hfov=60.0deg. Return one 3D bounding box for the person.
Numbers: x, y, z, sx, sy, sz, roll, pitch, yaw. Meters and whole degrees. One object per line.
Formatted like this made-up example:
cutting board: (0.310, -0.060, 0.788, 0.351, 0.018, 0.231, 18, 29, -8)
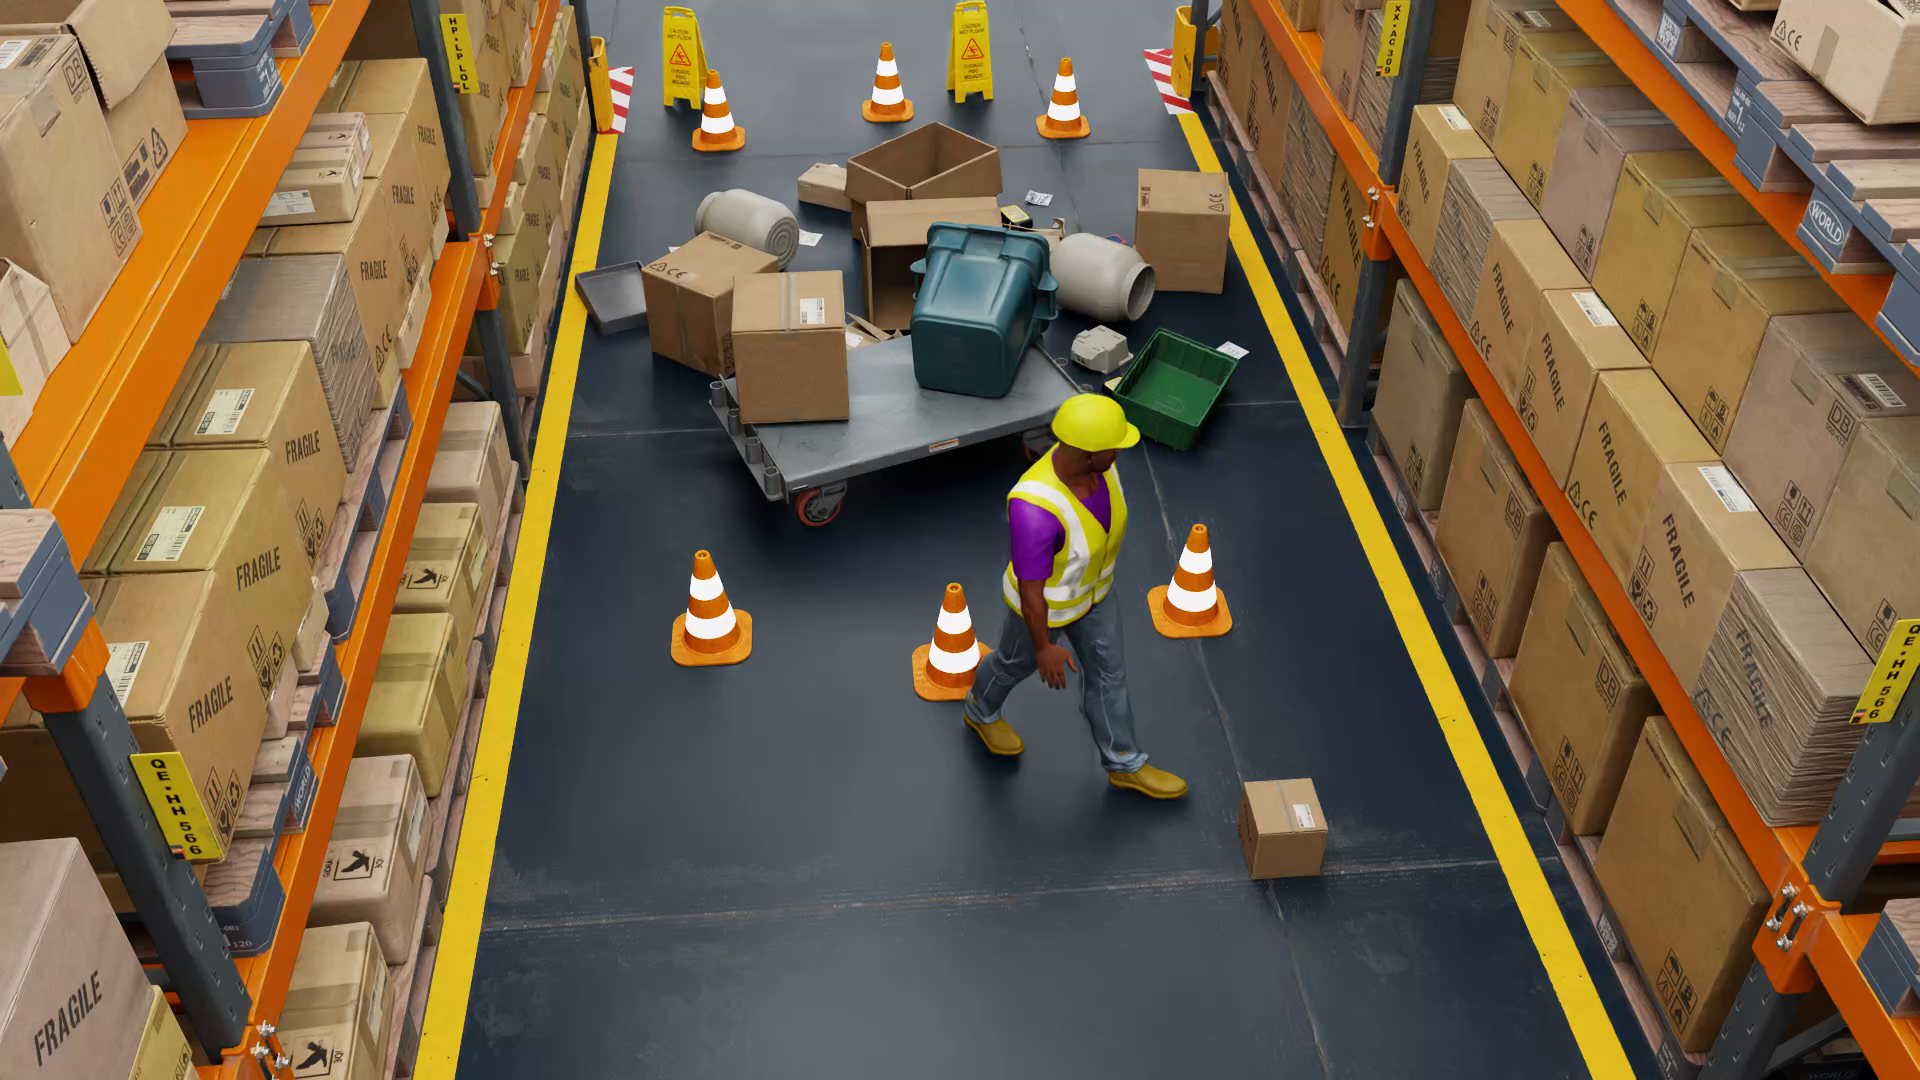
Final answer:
person: (0.390, 0.205, 5.858, 0.918, 1.727, 0.585, 29, 47, 31)
